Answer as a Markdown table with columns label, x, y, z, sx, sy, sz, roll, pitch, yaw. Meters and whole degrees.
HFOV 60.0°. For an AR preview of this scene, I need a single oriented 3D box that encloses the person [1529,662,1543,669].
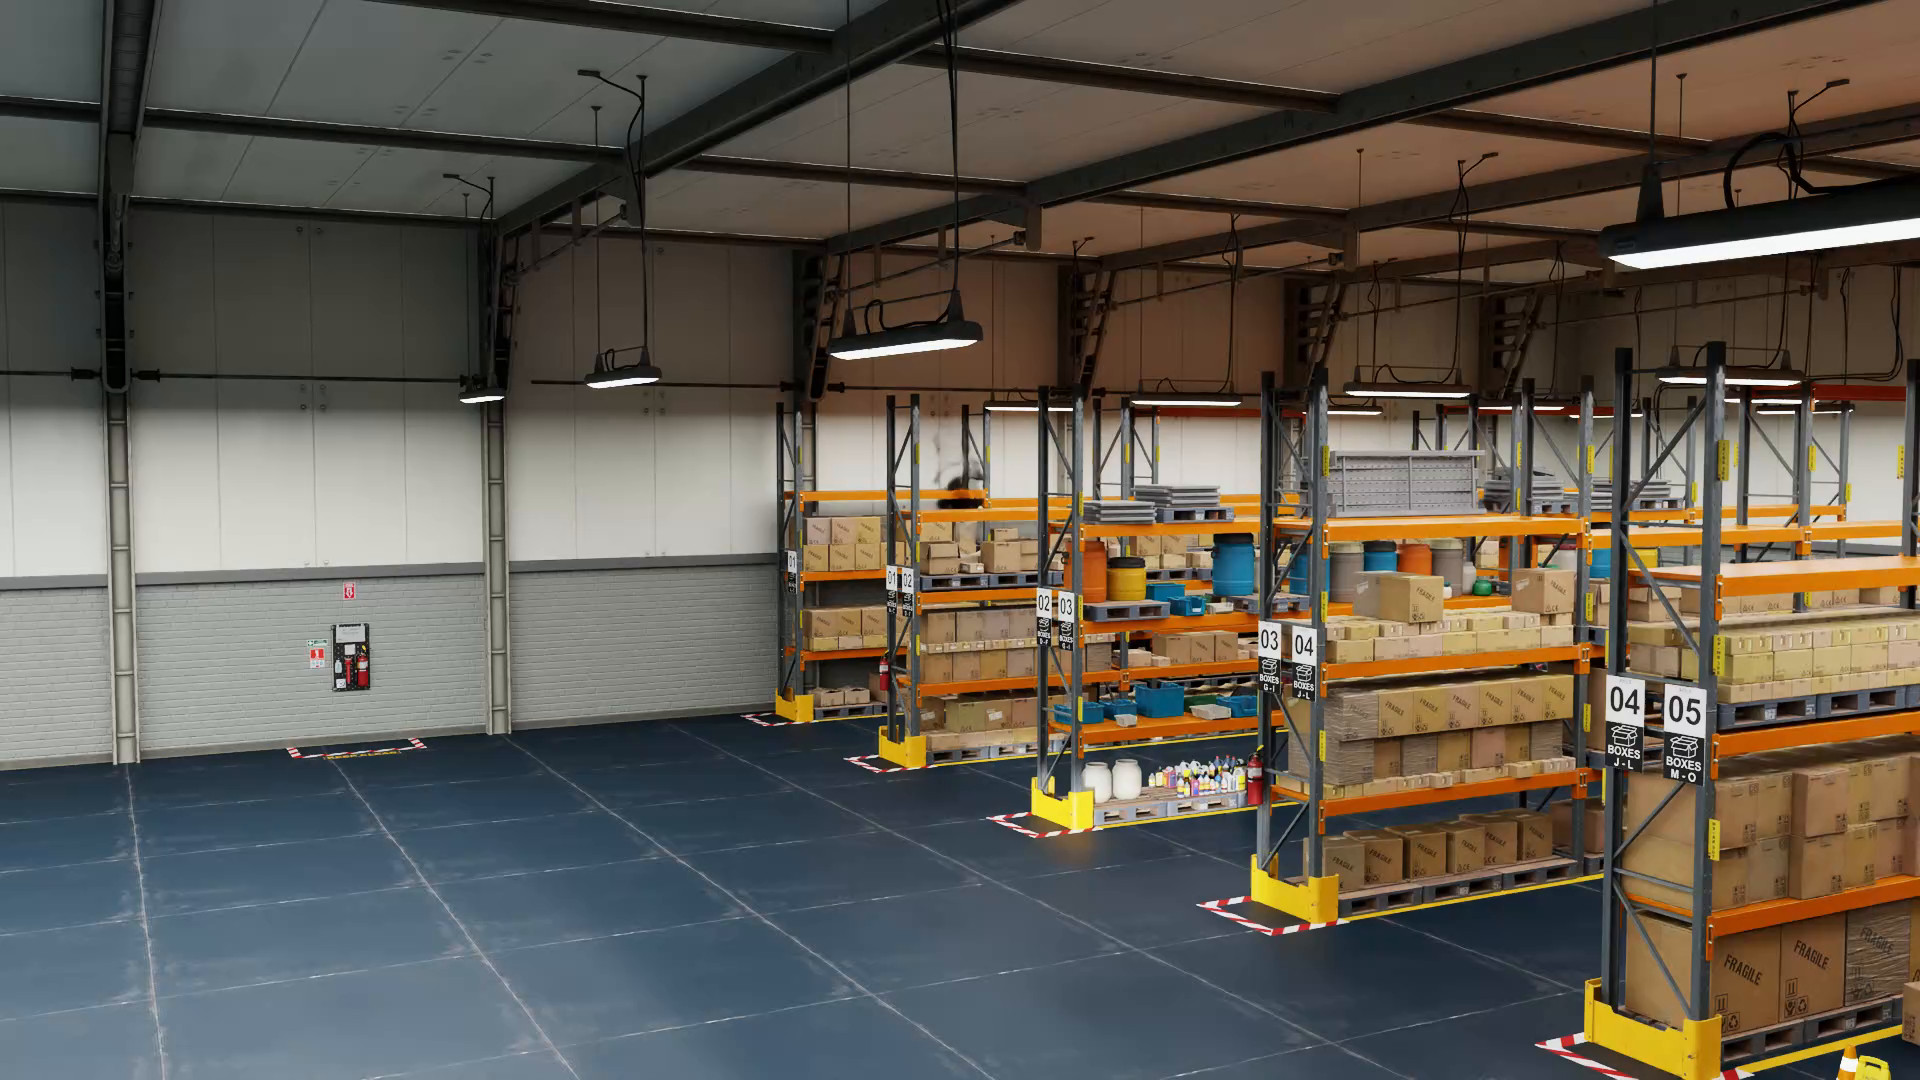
| label | x | y | z | sx | sy | sz | roll | pitch | yaw |
| --- | --- | --- | --- | --- | --- | --- | --- | --- | --- |
| person | 10.529 | 2.560 | 30.700 | 0.580 | 1.765 | 0.688 | -3 | 4 | -39 |
